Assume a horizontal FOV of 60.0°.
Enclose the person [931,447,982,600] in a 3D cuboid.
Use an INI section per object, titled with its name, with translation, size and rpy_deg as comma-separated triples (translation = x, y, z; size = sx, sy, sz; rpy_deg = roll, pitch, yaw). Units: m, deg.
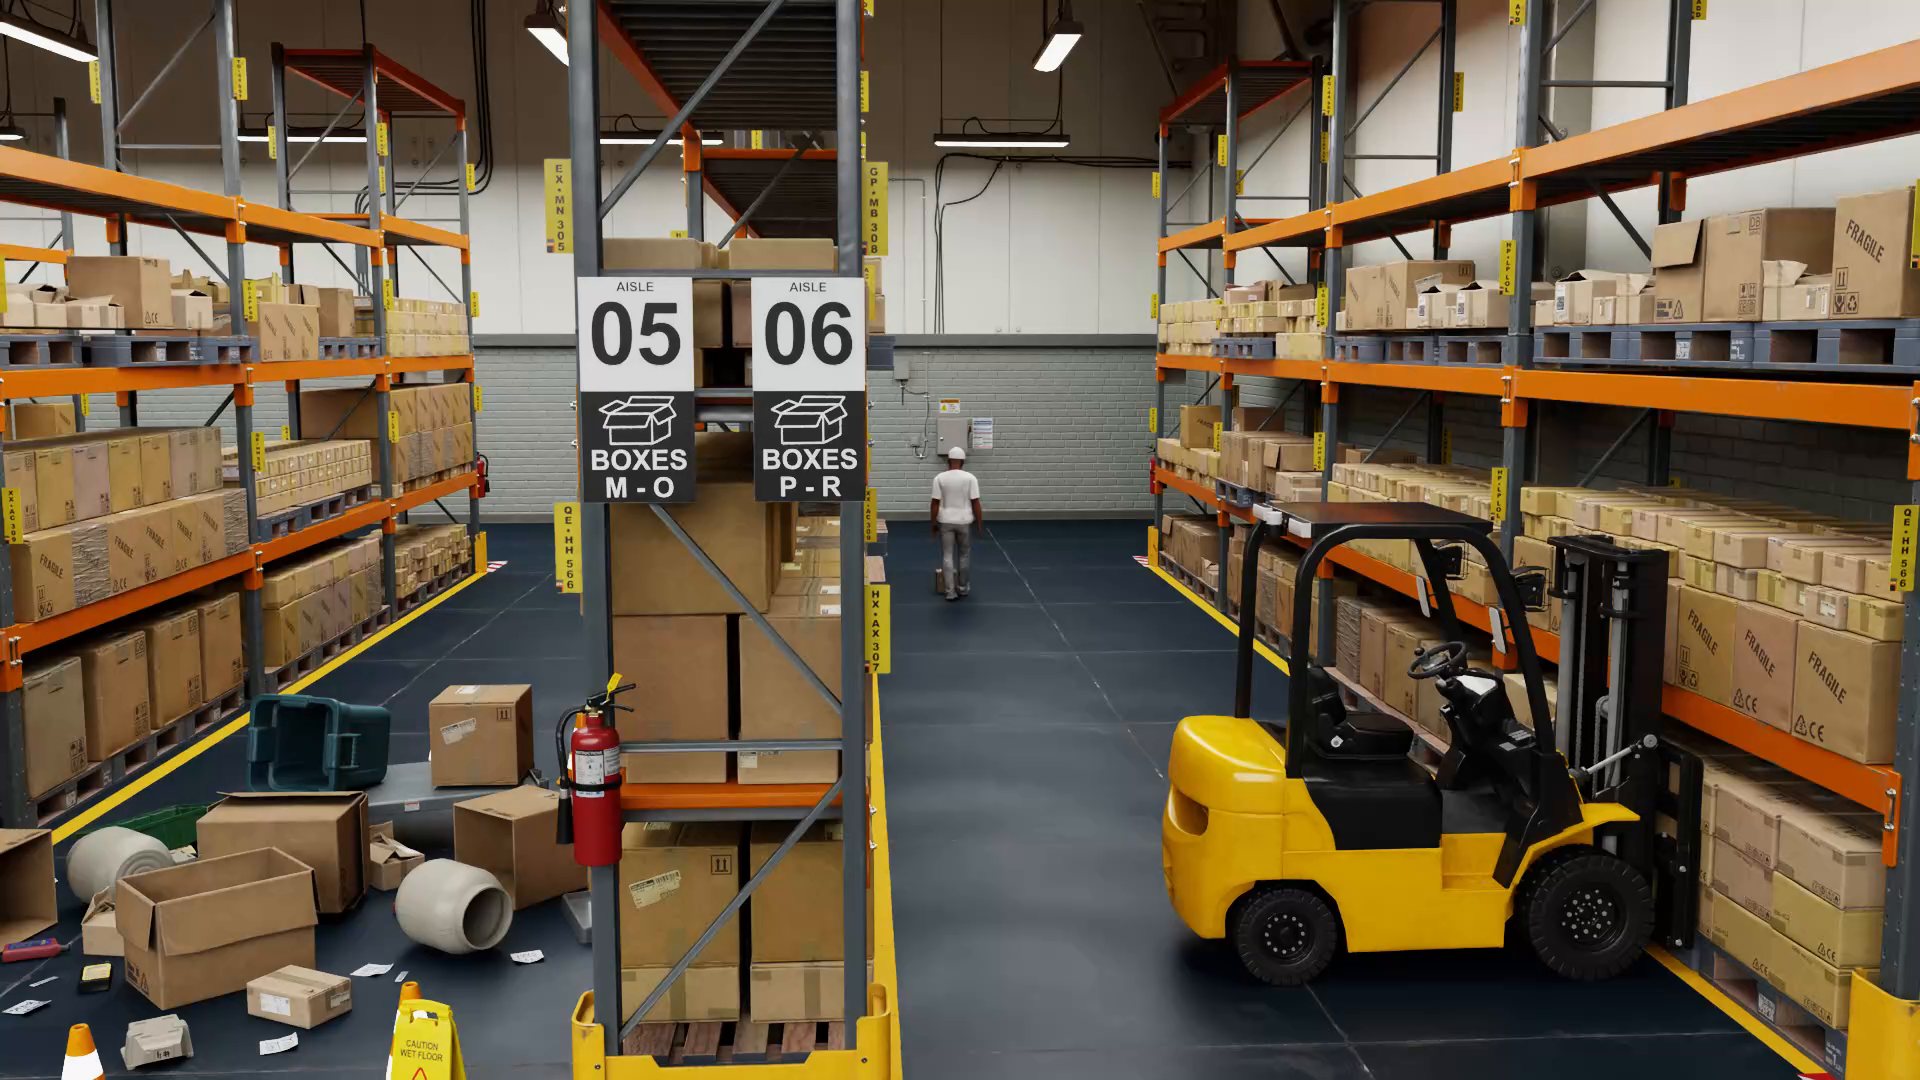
[person]
translation = -0.044, -0.209, 19.354
size = 0.592, 1.760, 0.745
rpy_deg = 0, 7, 0
